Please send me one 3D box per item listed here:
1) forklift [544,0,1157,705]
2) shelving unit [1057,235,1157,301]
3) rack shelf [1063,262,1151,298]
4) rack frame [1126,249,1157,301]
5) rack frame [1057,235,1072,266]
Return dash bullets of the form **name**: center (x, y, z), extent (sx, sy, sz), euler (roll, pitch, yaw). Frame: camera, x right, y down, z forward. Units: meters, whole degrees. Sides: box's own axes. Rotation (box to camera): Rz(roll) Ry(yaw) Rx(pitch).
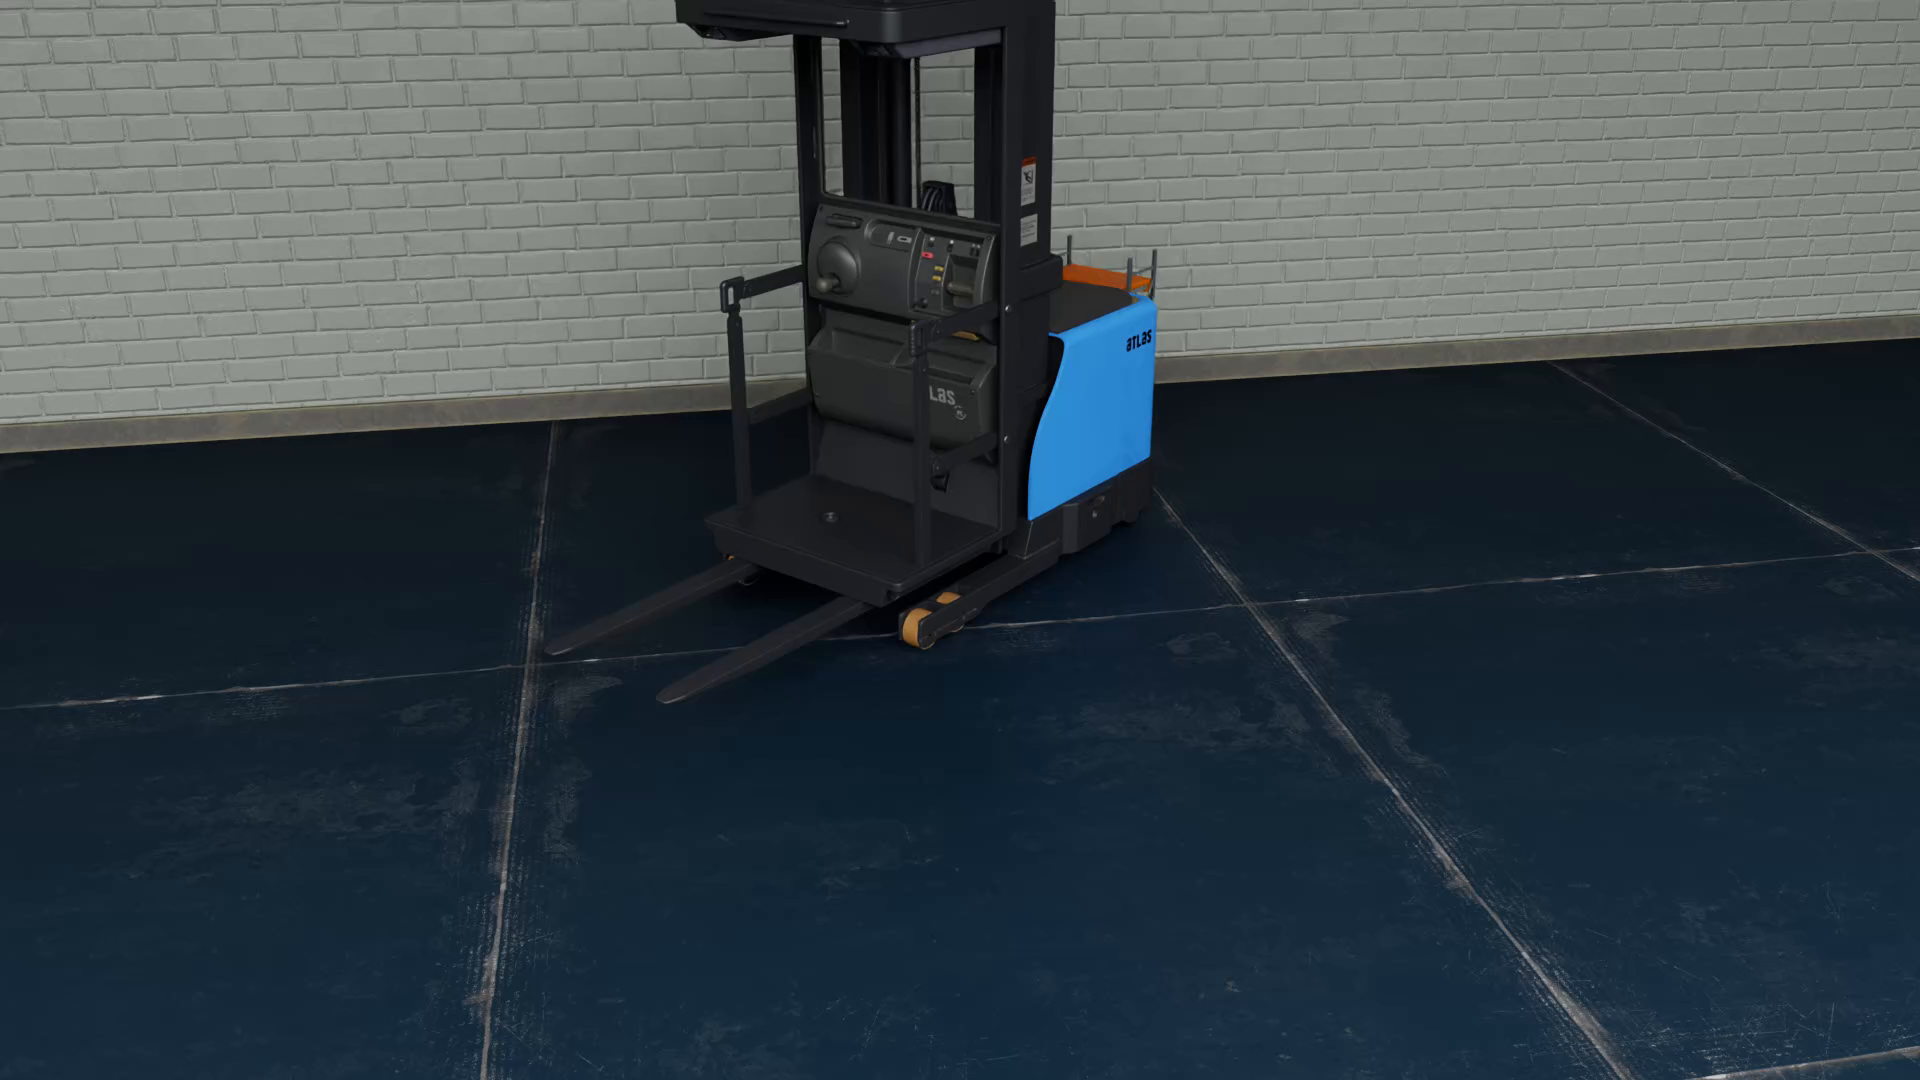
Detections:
- **forklift**: center (-0.378, -1.123, 6.658), extent (1.130, 2.935, 3.031), euler (17, 29, 34)
- **shelving unit**: center (0.662, -0.854, 8.202), extent (0.503, 1.200, 0.258), euler (17, 28, 34)
- **rack shelf**: center (0.666, -1.216, 8.049), extent (0.480, 0.148, 0.258), euler (17, 28, 34)
- **rack frame**: center (0.855, -0.795, 8.065), extent (0.015, 1.200, 0.240), euler (17, 28, 34)
- **rack frame**: center (0.469, -0.914, 8.338), extent (0.015, 1.200, 0.240), euler (17, 28, 34)
